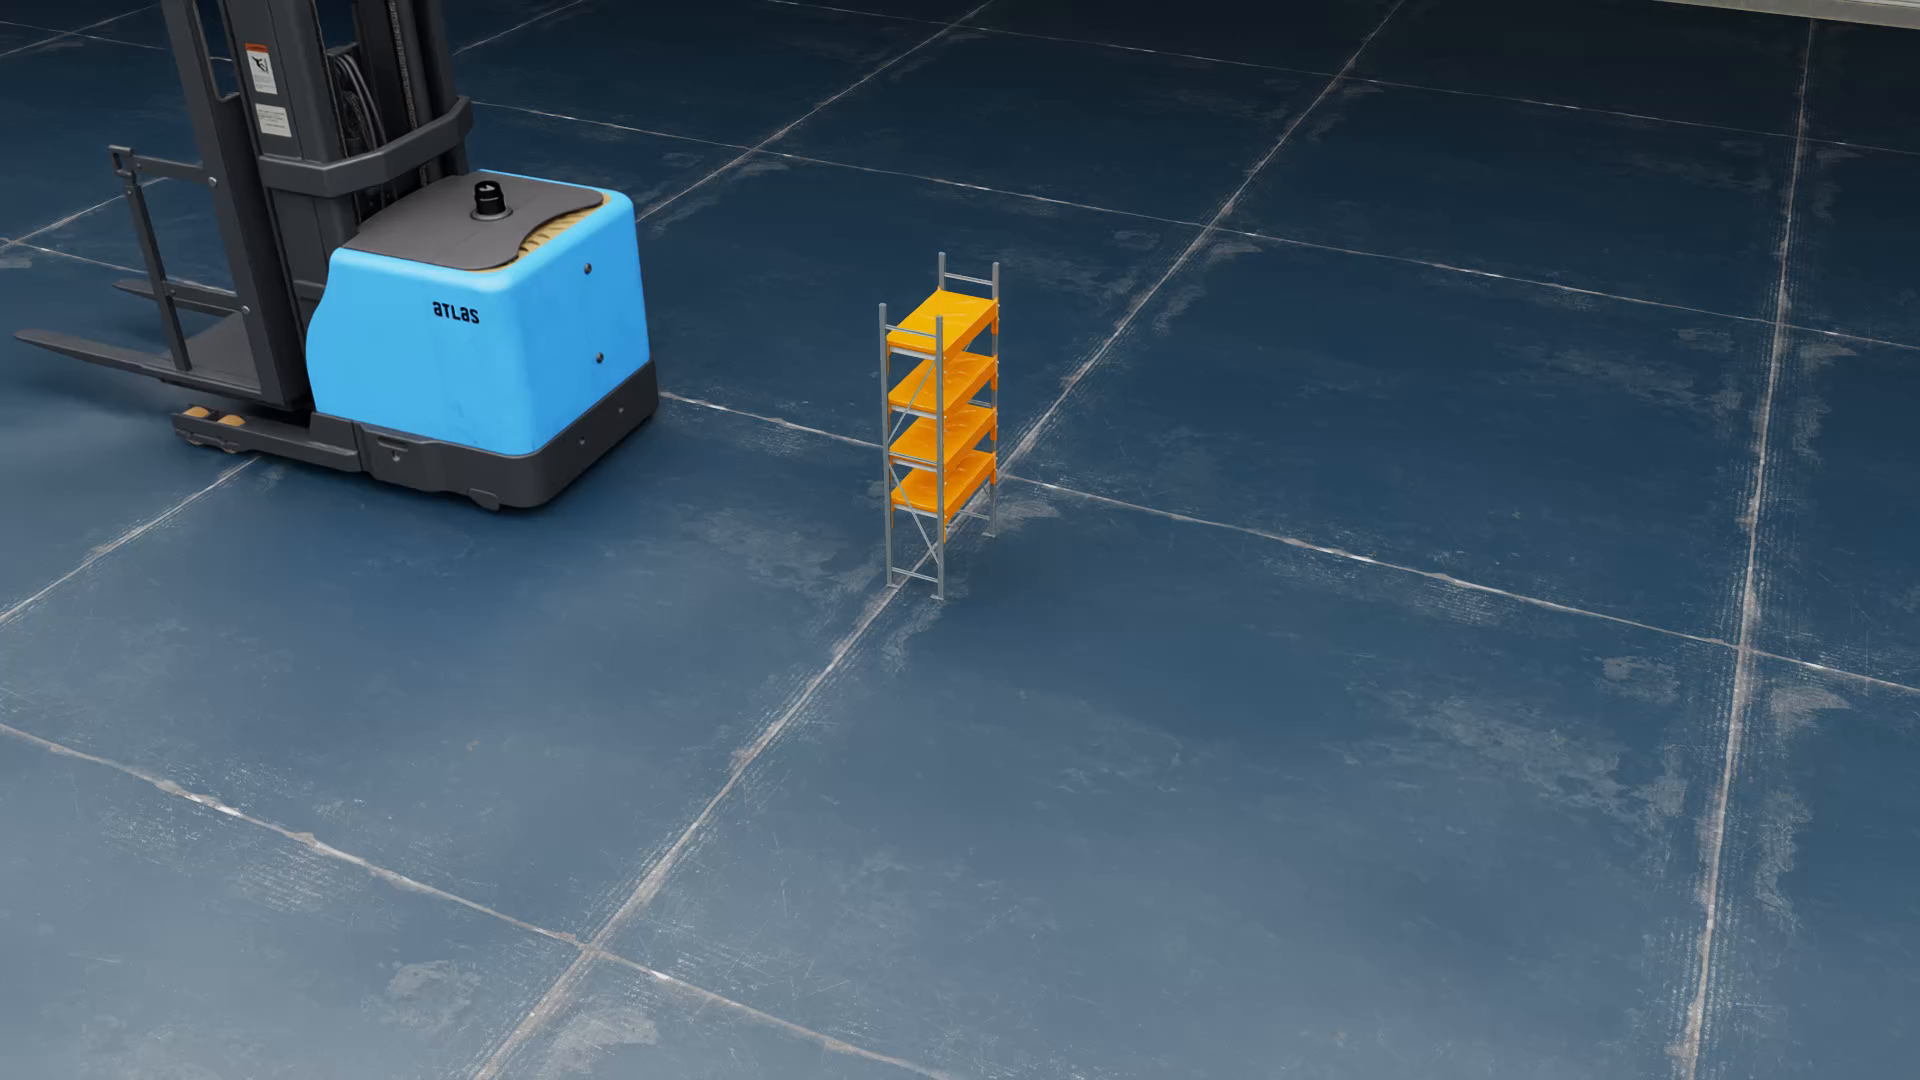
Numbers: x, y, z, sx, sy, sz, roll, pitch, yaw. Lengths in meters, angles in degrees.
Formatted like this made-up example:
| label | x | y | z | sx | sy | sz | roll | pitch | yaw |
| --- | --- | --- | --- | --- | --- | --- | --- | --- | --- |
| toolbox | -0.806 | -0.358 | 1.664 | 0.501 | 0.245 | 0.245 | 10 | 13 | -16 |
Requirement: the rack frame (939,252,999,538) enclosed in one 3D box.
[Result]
| label | x | y | z | sx | sy | sz | roll | pitch | yaw |
| --- | --- | --- | --- | --- | --- | --- | --- | --- | --- |
| rack frame | 0.033 | -0.541 | 6.481 | 0.240 | 1.200 | 0.015 | 14 | 36 | 20 |

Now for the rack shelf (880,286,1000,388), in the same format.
| label | x | y | z | sx | sy | sz | roll | pitch | yaw |
| --- | --- | --- | --- | --- | --- | --- | --- | --- | --- |
| rack shelf | -0.069 | -0.748 | 6.080 | 0.258 | 0.148 | 0.480 | 14 | 36 | 20 |

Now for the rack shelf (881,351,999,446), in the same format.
| label | x | y | z | sx | sy | sz | roll | pitch | yaw |
| --- | --- | --- | --- | --- | --- | --- | --- | --- | --- |
| rack shelf | -0.069 | -0.550 | 6.210 | 0.258 | 0.148 | 0.480 | 14 | 36 | 20 |

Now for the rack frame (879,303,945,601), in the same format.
| label | x | y | z | sx | sy | sz | roll | pitch | yaw |
| --- | --- | --- | --- | --- | --- | --- | --- | --- | --- |
| rack frame | -0.171 | -0.298 | 6.110 | 0.240 | 1.200 | 0.015 | 14 | 36 | 20 |

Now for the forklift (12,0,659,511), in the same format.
| label | x | y | z | sx | sy | sz | roll | pitch | yaw |
| --- | --- | --- | --- | --- | --- | --- | --- | --- | --- |
| forklift | -2.935 | -1.861 | 6.914 | 3.031 | 2.935 | 1.130 | 13 | 35 | 19 |

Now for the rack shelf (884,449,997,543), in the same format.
| label | x | y | z | sx | sy | sz | roll | pitch | yaw |
| --- | --- | --- | --- | --- | --- | --- | --- | --- | --- |
| rack shelf | -0.069 | -0.197 | 6.441 | 0.258 | 0.148 | 0.480 | 14 | 36 | 20 |

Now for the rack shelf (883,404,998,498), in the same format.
| label | x | y | z | sx | sy | sz | roll | pitch | yaw |
| --- | --- | --- | --- | --- | --- | --- | --- | --- | --- |
| rack shelf | -0.069 | -0.363 | 6.332 | 0.258 | 0.148 | 0.480 | 14 | 36 | 20 |

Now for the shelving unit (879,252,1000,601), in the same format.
| label | x | y | z | sx | sy | sz | roll | pitch | yaw |
| --- | --- | --- | --- | --- | --- | --- | --- | --- | --- |
| shelving unit | -0.069 | -0.419 | 6.295 | 0.258 | 1.200 | 0.503 | 14 | 36 | 20 |
